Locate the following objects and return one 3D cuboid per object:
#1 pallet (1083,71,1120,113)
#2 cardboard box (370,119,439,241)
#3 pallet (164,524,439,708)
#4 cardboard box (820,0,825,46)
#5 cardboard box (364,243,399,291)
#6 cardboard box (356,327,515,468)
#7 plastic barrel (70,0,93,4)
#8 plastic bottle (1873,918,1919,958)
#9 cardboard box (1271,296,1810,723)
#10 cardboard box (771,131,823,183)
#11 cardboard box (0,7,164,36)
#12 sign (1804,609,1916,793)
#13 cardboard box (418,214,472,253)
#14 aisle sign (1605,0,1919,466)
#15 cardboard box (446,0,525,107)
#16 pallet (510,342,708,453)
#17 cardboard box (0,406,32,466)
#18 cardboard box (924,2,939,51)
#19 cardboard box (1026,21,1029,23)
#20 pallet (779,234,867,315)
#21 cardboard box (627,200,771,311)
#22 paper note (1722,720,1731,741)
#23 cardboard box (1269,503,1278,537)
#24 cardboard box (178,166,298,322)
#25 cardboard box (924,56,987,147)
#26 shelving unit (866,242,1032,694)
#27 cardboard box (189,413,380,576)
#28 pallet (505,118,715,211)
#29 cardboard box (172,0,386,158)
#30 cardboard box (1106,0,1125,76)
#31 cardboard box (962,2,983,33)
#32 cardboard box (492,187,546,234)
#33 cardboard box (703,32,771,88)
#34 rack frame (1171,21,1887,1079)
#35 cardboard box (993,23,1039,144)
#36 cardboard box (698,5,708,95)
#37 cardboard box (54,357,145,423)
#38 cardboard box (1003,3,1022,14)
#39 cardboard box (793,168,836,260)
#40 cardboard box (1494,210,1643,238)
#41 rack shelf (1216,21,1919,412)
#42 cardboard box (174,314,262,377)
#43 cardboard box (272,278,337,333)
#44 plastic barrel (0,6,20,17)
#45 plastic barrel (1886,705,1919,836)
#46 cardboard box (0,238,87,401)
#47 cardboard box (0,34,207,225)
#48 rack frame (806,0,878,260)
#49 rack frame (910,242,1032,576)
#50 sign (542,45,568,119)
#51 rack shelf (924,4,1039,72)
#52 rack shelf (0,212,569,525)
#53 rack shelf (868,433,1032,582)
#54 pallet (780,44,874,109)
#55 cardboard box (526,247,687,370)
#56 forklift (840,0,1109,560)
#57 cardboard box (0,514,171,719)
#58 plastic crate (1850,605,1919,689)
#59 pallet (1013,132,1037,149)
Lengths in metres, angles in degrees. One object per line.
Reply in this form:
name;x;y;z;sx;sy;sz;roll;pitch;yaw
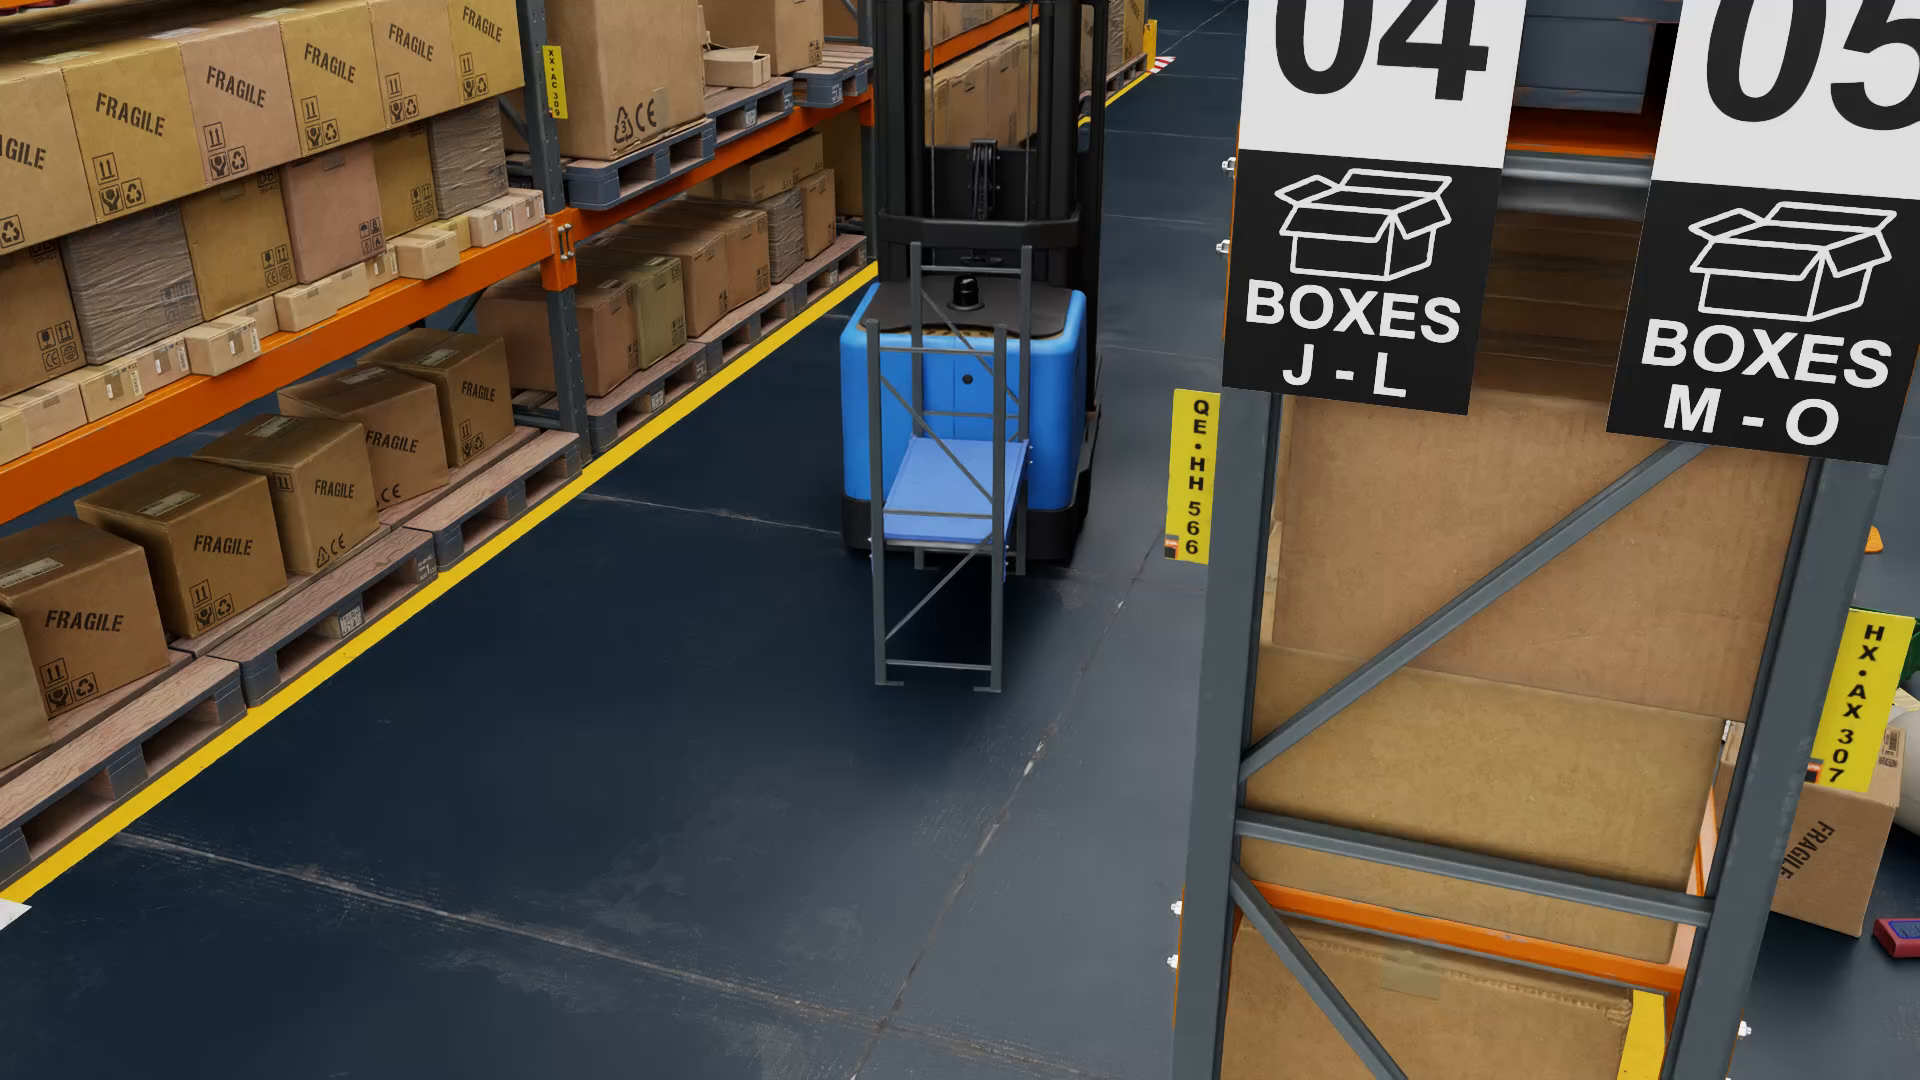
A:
pallet;1.006;-4.637;17.085;1.003;0.211;1.213;9;27;17
cardboard box;-2.795;-1.603;7.162;0.875;0.500;0.500;9;27;17
pallet;-2.982;0.239;7.014;1.003;0.211;1.213;9;27;17
cardboard box;-1.199;-3.450;10.838;0.500;0.500;0.500;5;26;11
cardboard box;-2.600;-1.158;6.989;0.380;0.149;0.250;9;27;17
cardboard box;-2.559;-0.706;8.152;0.500;0.500;0.500;8;27;16
plastic barrel;-6.008;-3.586;11.586;0.421;0.512;0.421;0;26;0
plastic bottle;2.999;1.229;5.141;0.283;0.061;0.133;0;26;-1
cardboard box;1.085;-0.096;3.095;0.875;0.550;0.550;9;27;17
cardboard box;-1.251;-2.575;11.129;0.500;0.250;0.500;10;28;20
cardboard box;-3.265;-1.663;6.139;0.500;0.500;0.500;9;27;17
sign;1.446;0.262;2.683;0.100;0.325;0.005;9;27;17
cardboard box;-2.414;-1.361;7.407;0.380;0.149;0.250;9;27;17
aisle sign;1.184;-0.493;2.343;0.394;0.787;0.004;9;27;17
cardboard box;-2.278;-2.204;7.257;0.500;0.500;0.500;9;27;17
pallet;-2.130;-0.865;9.295;1.003;0.211;1.213;9;27;17
cardboard box;-3.201;-0.327;5.271;0.380;0.149;0.250;9;27;17
cardboard box;-0.469;-3.862;12.169;0.500;0.500;0.500;8;27;16
cardboard box;0.569;-4.580;15.724;0.875;0.875;0.875;9;27;17
pallet;-1.318;-1.868;11.366;1.003;0.211;1.213;9;27;17
cardboard box;-1.615;-1.775;10.338;0.700;0.500;0.500;11;28;22
paper note;2.886;0.704;6.260;0.147;0.020;0.142;-9;27;-18
cardboard box;1.168;0.149;3.829;0.875;0.550;0.550;9;27;17
cardboard box;-3.072;-1.183;6.296;0.875;0.500;0.500;9;27;17
cardboard box;-0.504;-3.323;13.126;1.225;0.875;0.875;9;27;18
shelving unit;-0.020;-0.313;6.676;0.538;1.500;1.048;3;26;7
cardboard box;-2.875;-0.203;7.113;0.500;0.500;0.500;6;27;13
pallet;-1.996;-2.007;8.673;1.003;0.211;1.213;9;27;17
cardboard box;-2.610;-1.793;6.408;0.500;0.500;0.500;9;27;17
cardboard box;1.165;-5.316;17.243;0.875;0.875;0.875;9;27;17
cardboard box;-0.133;-4.278;13.028;0.500;0.500;0.500;9;27;18
cardboard box;-2.182;-1.556;7.810;0.380;0.149;0.250;9;27;17
cardboard box;-1.357;-2.848;9.863;0.396;0.266;0.258;8;27;16
rack frame;0.925;0.604;3.060;1.000;3.000;0.127;9;27;17
cardboard box;0.080;-4.055;14.639;1.225;0.875;0.875;9;27;18
cardboard box;-1.898;-2.762;9.411;0.797;0.503;0.637;12;28;23
cardboard box;-3.047;-0.534;5.699;0.380;0.149;0.250;9;27;17
cardboard box;0.205;-4.699;13.898;0.500;0.500;0.500;10;27;19
cardboard box;-1.261;-2.239;11.295;0.700;0.500;0.500;7;27;15
cardboard box;1.495;-0.546;4.024;0.875;0.550;0.550;9;27;17
rack shelf;1.590;-1.244;4.260;1.077;0.370;4.000;9;27;17
cardboard box;-2.809;-0.728;6.100;0.380;0.149;0.250;9;27;17
cardboard box;-2.695;-0.942;6.542;0.380;0.149;0.250;9;27;17
plastic barrel;-6.289;-3.243;10.849;0.433;0.535;0.433;0;26;0
plastic barrel;3.325;0.809;5.594;0.421;0.421;0.512;-14;29;-27
cardboard box;-3.457;-0.780;5.463;0.875;0.500;0.500;9;27;17
cardboard box;-2.941;-1.382;5.559;0.500;0.500;0.500;9;27;17
rack frame;-1.057;-3.444;11.421;1.000;3.000;0.127;9;27;17
rack frame;0.045;-0.533;7.130;0.500;1.500;0.032;3;26;7
sign;-1.874;-2.114;7.682;0.100;0.325;0.005;9;27;17
rack shelf;-0.391;-3.942;13.275;1.077;0.370;4.000;9;27;17
rack shelf;-3.053;-0.655;6.485;1.077;0.370;4.000;9;27;17
rack shelf;-0.020;-0.151;6.754;0.538;0.185;1.000;3;26;7
pallet;-1.193;-3.049;10.826;1.213;0.211;1.003;9;27;17
cardboard box;-1.987;-1.316;9.389;0.700;0.500;0.500;9;27;17
forklift;0.171;-1.843;8.194;1.130;2.935;3.031;3;26;7
cardboard box;-3.329;0.275;6.127;0.500;0.500;0.500;17;30;31
plastic crate;3.433;0.462;6.515;0.662;0.188;0.450;-20;23;-36
pallet;0.089;-3.505;14.746;1.003;0.211;1.213;9;27;17
